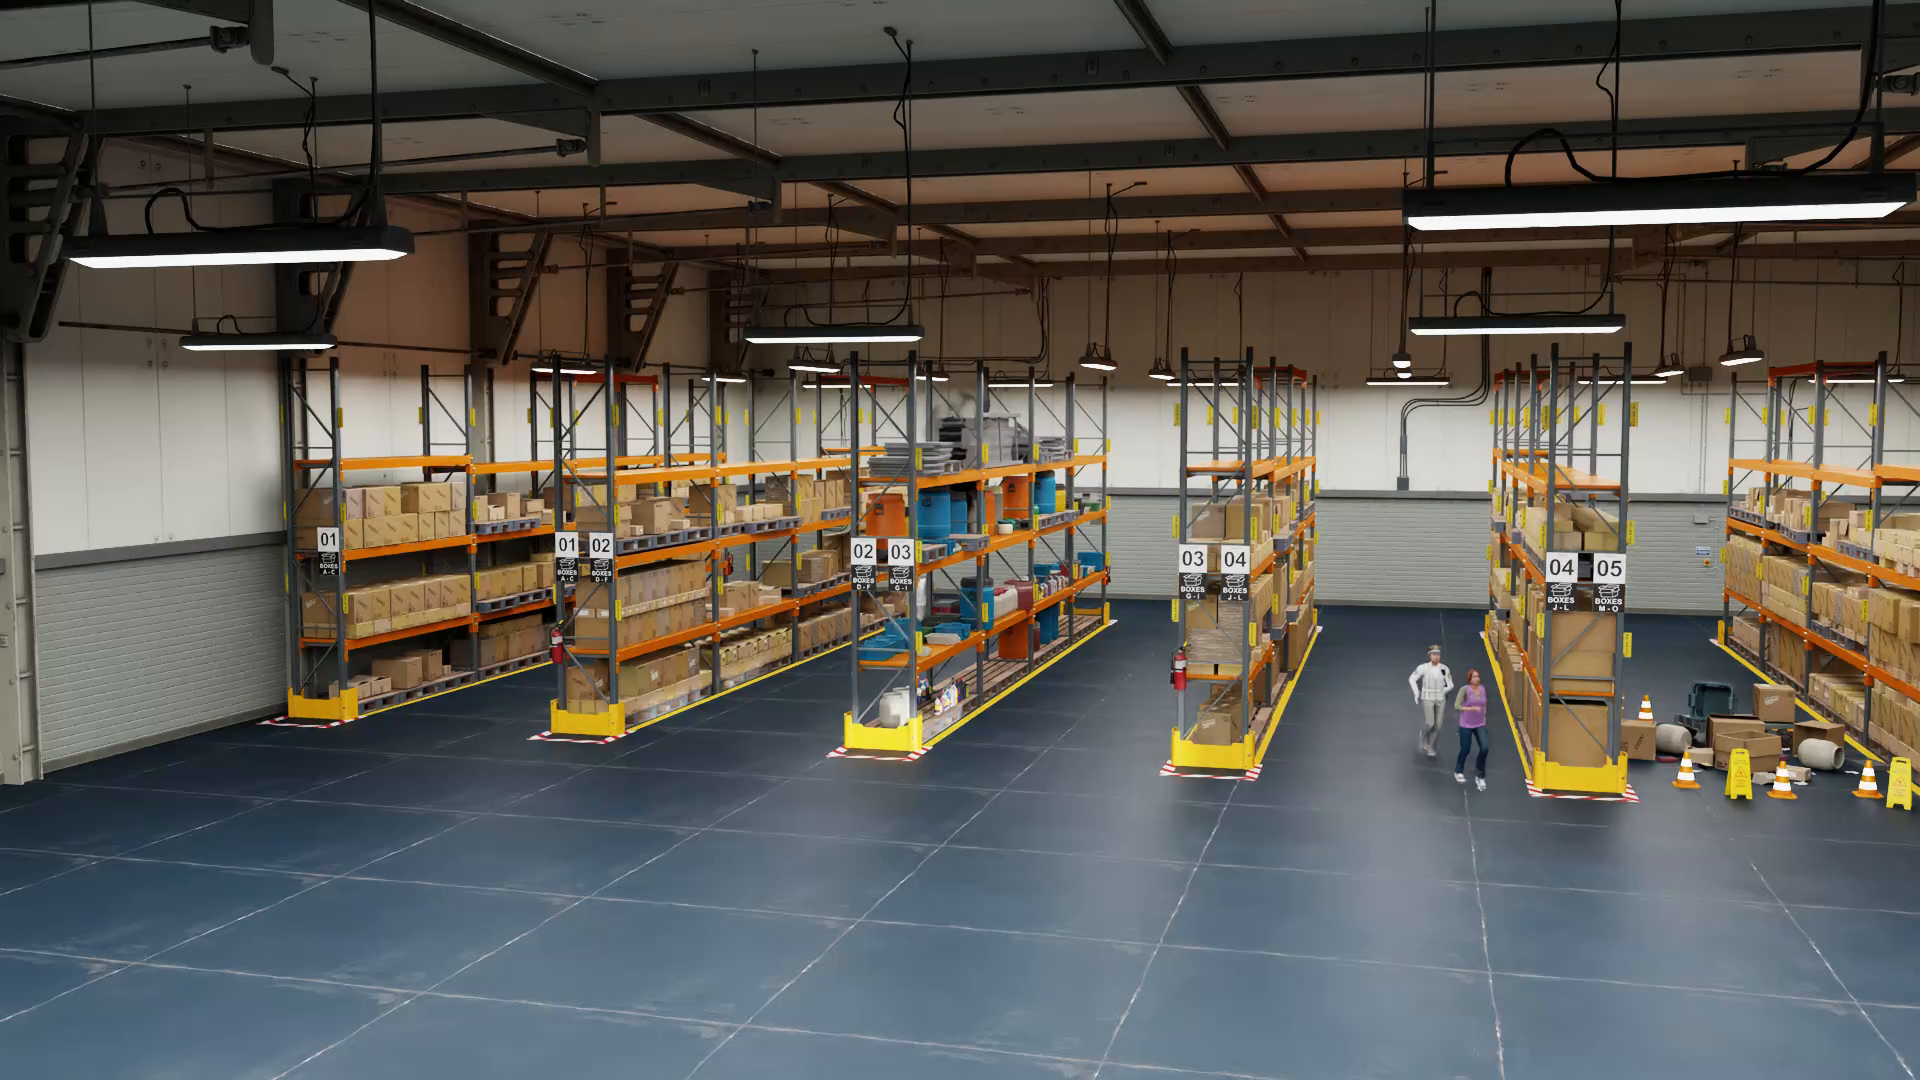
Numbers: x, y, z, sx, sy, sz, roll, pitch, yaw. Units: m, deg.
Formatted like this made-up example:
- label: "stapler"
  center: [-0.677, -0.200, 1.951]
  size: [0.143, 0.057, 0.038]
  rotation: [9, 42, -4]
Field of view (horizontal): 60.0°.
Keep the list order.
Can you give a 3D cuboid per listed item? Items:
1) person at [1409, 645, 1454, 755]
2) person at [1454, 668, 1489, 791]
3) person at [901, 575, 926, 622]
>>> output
- label: "person"
  center: [6.979, 2.370, 24.494]
  size: [0.599, 1.657, 0.560]
  rotation: [0, 4, 0]
- label: "person"
  center: [6.928, 2.557, 22.504]
  size: [0.530, 1.650, 0.641]
  rotation: [0, 4, -7]
- label: "person"
  center: [-0.960, 1.457, 36.476]
  size: [0.681, 1.772, 0.849]
  rotation: [1, 4, 7]
